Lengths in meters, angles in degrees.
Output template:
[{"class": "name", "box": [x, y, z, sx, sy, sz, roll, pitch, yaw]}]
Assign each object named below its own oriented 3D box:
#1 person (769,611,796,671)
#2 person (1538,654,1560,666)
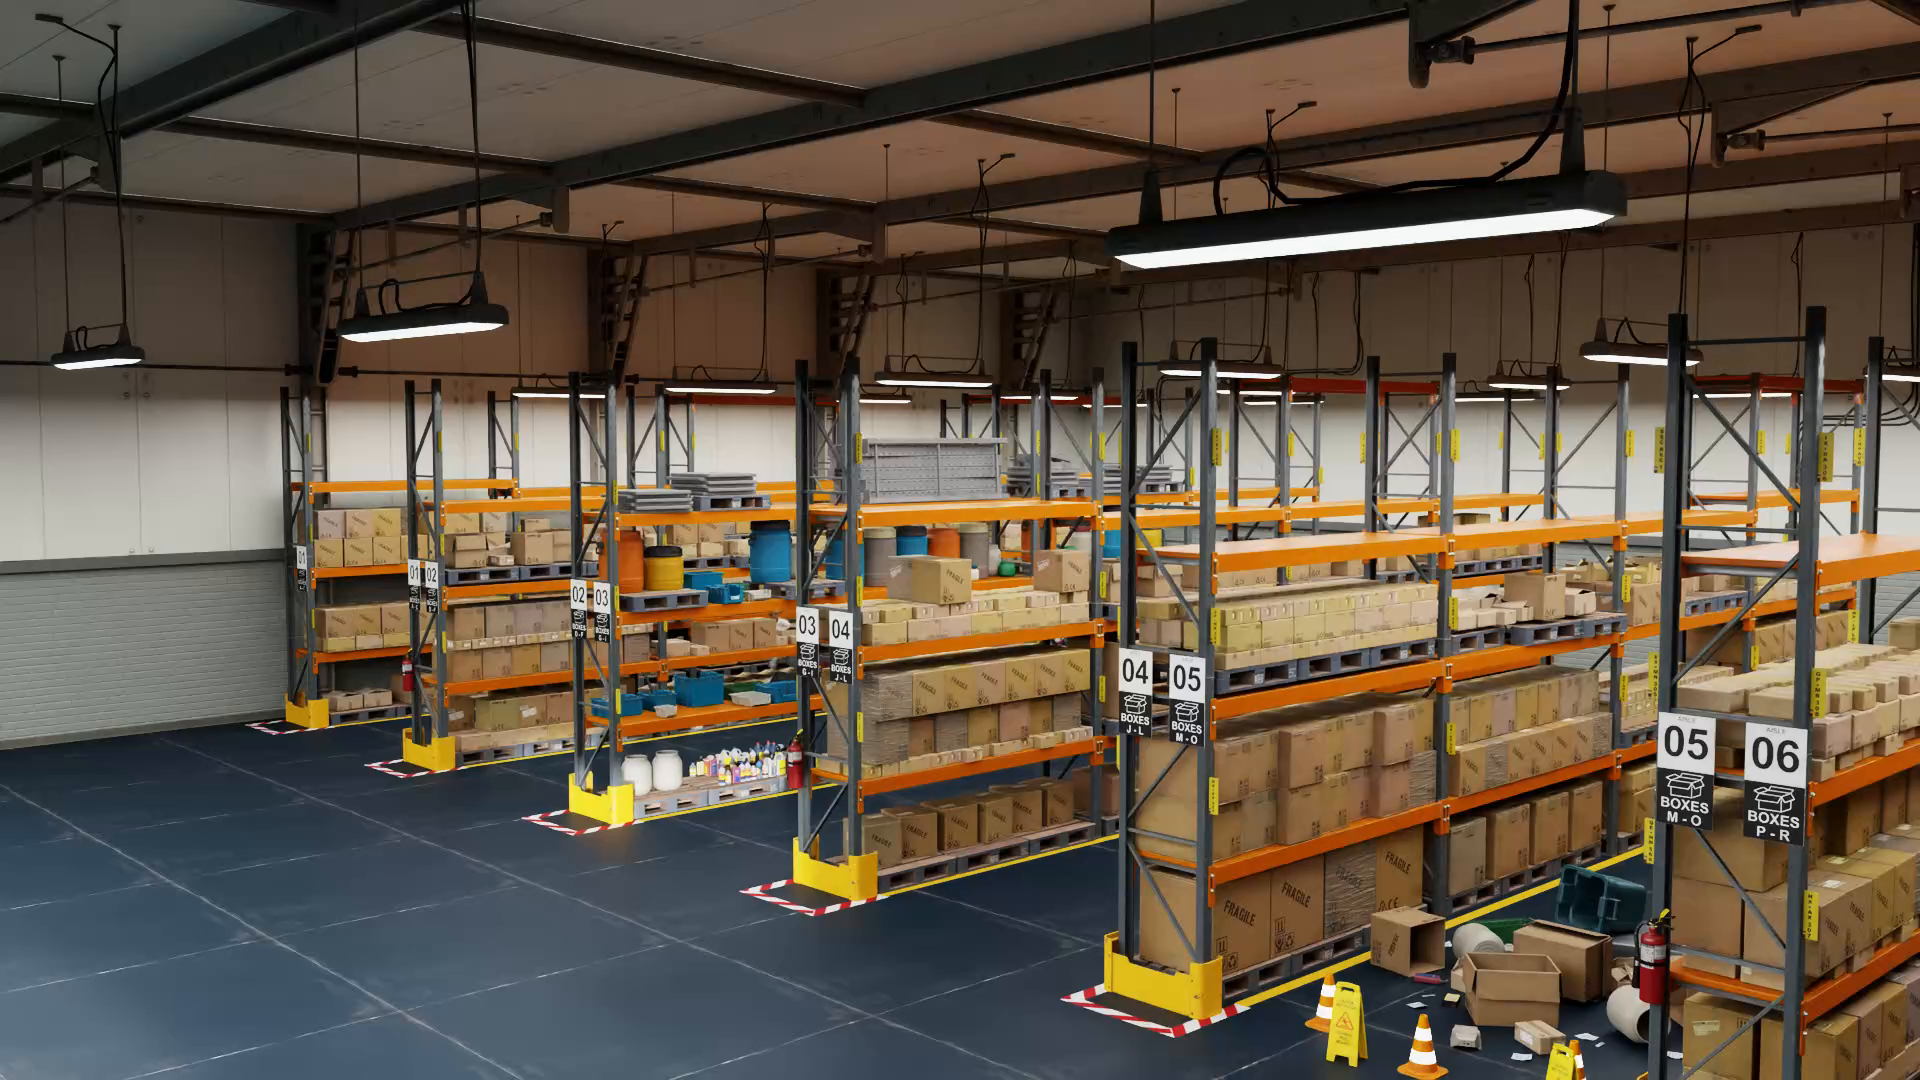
[{"class": "person", "box": [-3.620, 2.215, 33.592, 0.673, 1.733, 0.830, 0, 4, 3]}, {"class": "person", "box": [10.811, 2.372, 30.726, 0.634, 1.631, 0.967, -1, 4, -15]}]
